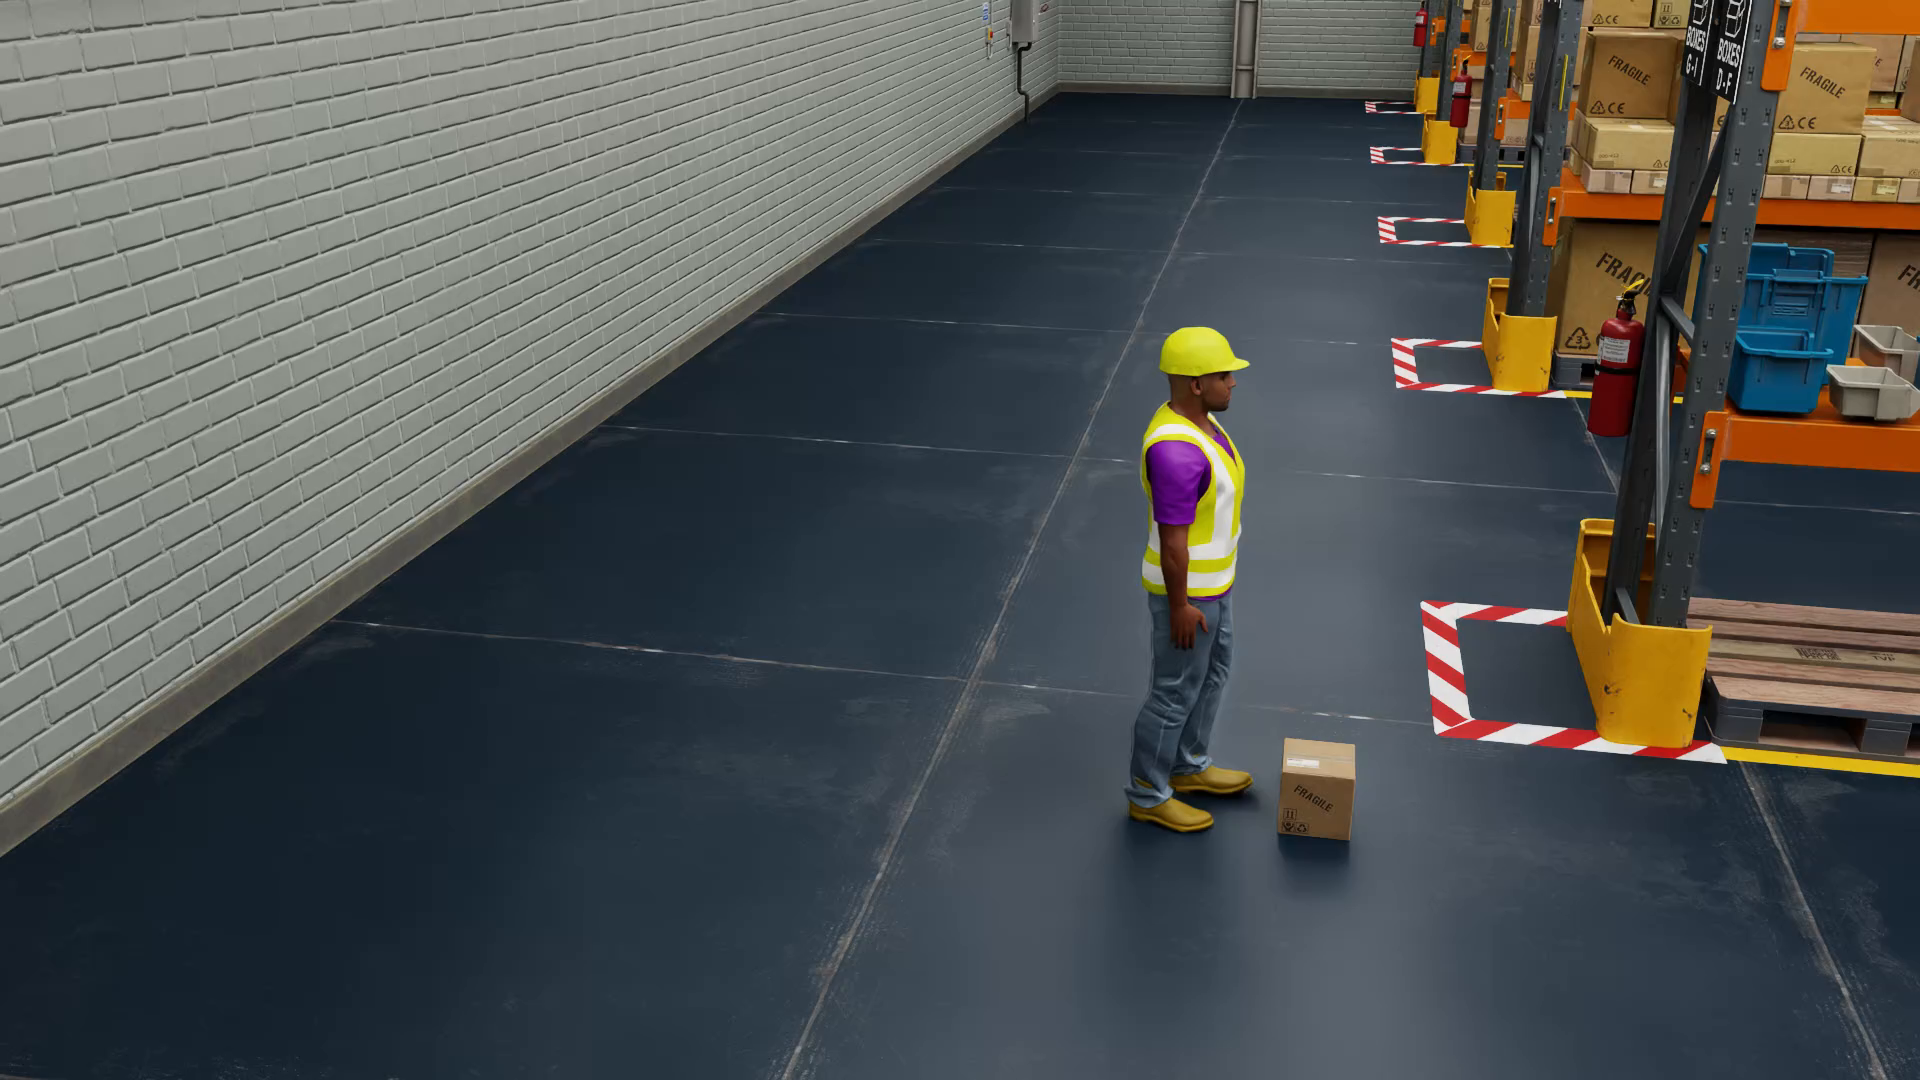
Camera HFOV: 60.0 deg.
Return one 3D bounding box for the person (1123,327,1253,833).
[{"bbox_3d":[0.825,0.140,5.708,0.448,1.766,0.568,5,22,12],"label":"person"}]
